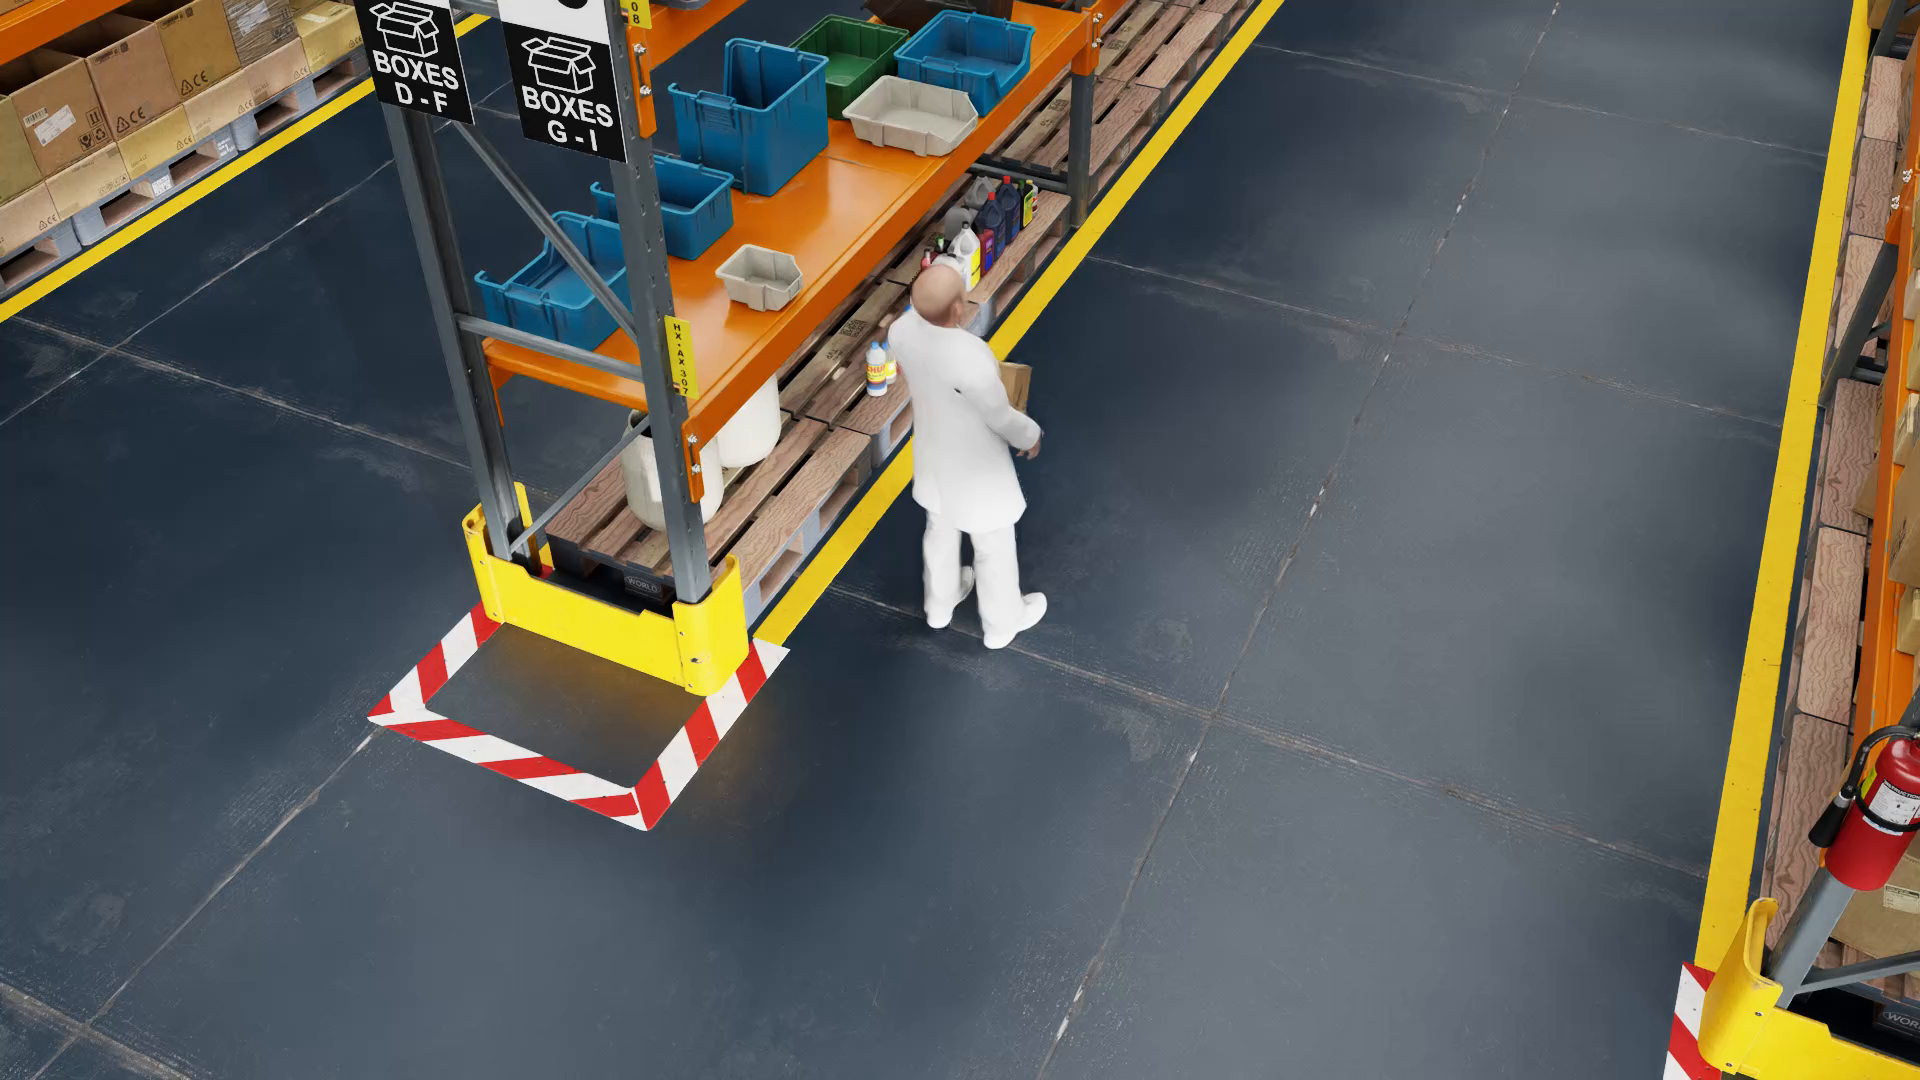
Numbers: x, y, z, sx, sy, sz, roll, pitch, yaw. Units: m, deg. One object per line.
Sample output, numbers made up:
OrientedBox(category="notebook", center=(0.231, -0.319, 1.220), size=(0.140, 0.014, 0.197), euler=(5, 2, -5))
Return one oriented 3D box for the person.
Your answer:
OrientedBox(category="person", center=(0.053, -0.359, 6.569), size=(0.531, 1.780, 0.563), euler=(-31, 50, -30))
